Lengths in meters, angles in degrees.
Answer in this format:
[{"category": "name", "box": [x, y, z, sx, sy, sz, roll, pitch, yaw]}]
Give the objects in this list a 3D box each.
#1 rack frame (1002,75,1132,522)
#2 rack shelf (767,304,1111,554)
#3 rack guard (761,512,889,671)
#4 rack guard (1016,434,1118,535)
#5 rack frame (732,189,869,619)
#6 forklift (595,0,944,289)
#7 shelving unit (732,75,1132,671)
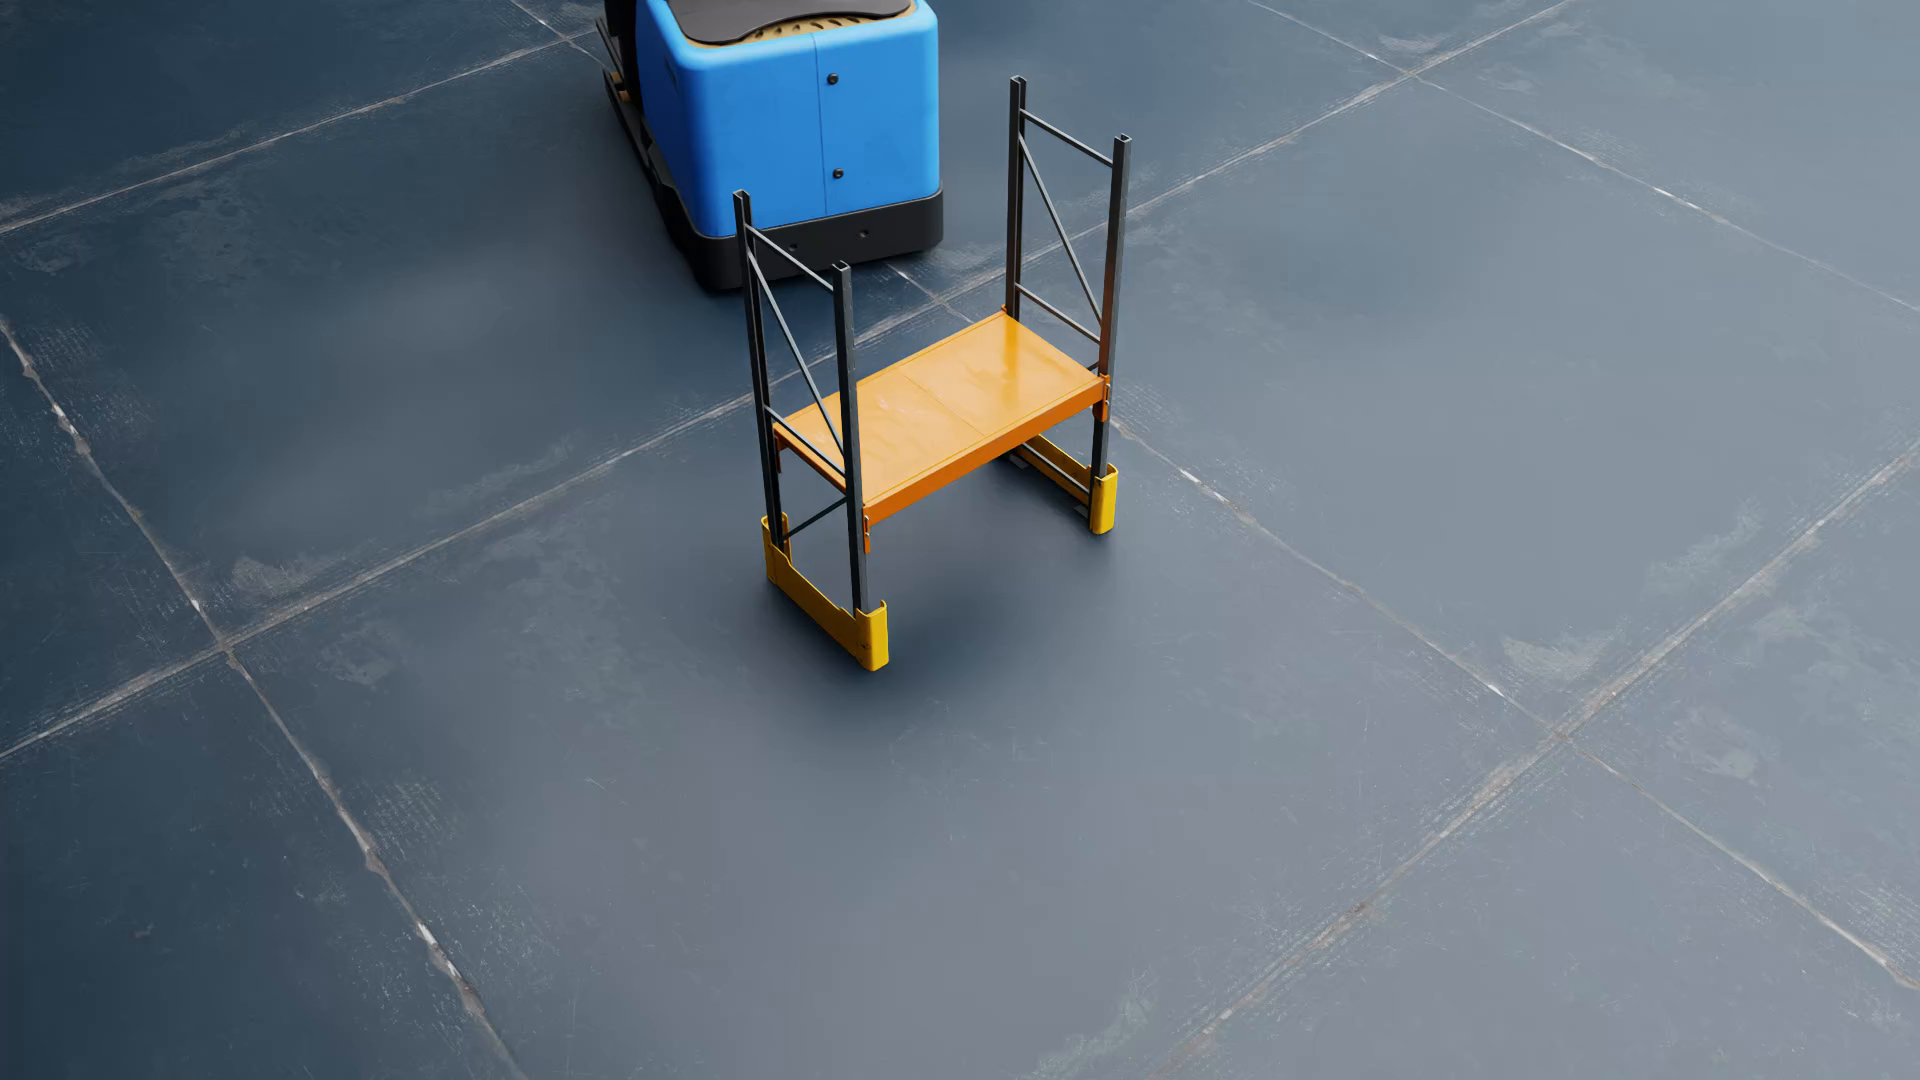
[{"category": "rack frame", "box": [0.324, -0.733, 5.434, 0.032, 1.500, 0.500, -30, 51, -28]}, {"category": "rack shelf", "box": [-0.065, -0.378, 5.320, 1.000, 0.185, 0.538, -30, 51, -28]}, {"category": "rack guard", "box": [-0.440, 0.161, 5.396, 0.087, 0.250, 0.587, -30, 51, -28]}, {"category": "rack guard", "box": [0.324, -0.276, 5.862, 0.087, 0.250, 0.587, -30, 51, -28]}, {"category": "rack frame", "box": [-0.455, -0.286, 4.959, 0.032, 1.500, 0.500, -30, 51, -28]}, {"category": "forklift", "box": [-1.054, -3.104, 6.915, 1.130, 2.935, 3.031, -14, 45, -15]}, {"category": "shelving unit", "box": [-0.058, -0.513, 5.201, 1.083, 1.500, 0.587, -30, 51, -28]}]
